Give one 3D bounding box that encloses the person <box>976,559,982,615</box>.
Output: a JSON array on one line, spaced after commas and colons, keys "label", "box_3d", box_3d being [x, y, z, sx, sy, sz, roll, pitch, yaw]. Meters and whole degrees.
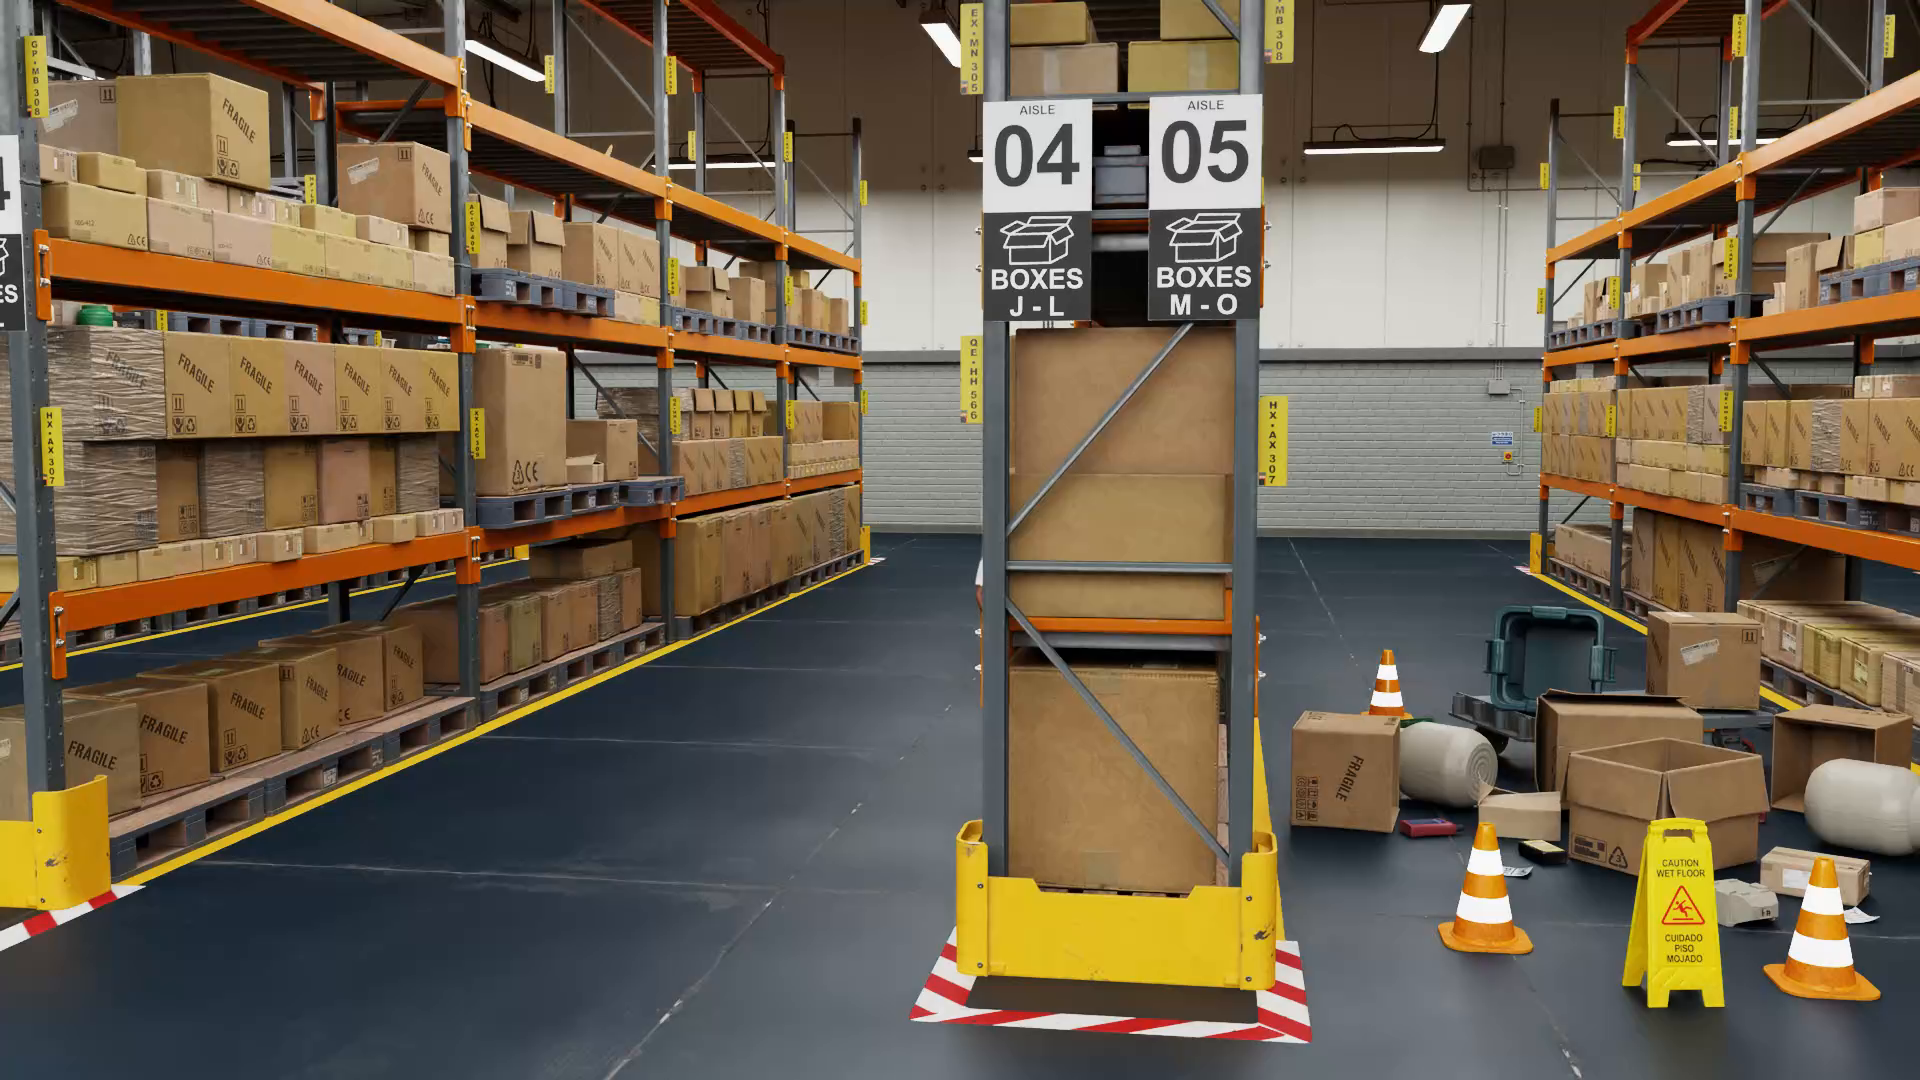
[{"label": "person", "box_3d": [0.444, 0.430, 14.967, 0.578, 1.001, 0.889, 1, 4, 7]}]
